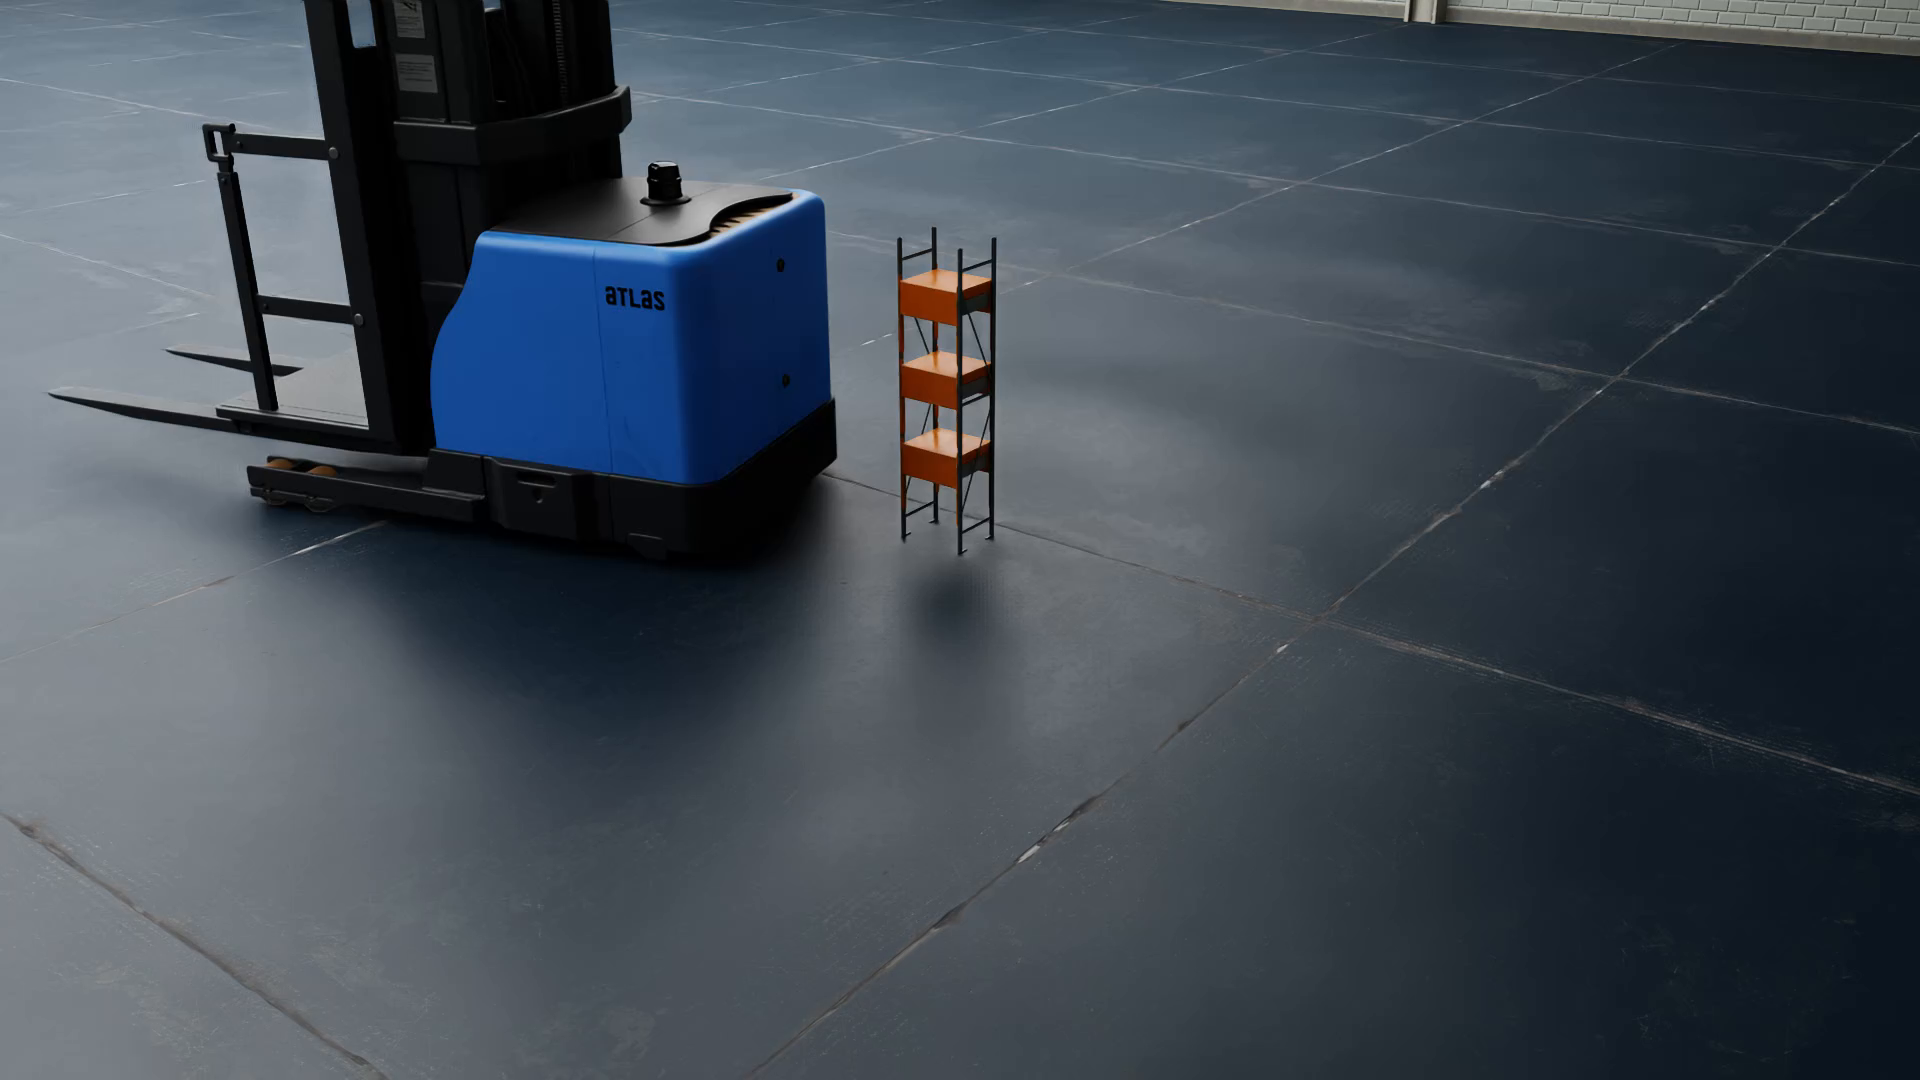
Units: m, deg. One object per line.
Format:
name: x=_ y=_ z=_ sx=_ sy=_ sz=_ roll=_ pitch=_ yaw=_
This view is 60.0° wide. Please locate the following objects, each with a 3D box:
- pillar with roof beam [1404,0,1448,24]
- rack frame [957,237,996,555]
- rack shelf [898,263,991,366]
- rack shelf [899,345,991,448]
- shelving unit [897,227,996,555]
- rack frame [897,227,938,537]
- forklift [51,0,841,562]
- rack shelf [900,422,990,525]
pillar with roof beam: x=2.921 y=-8.876 z=14.734 sx=0.400 sy=9.000 sz=9.100 roll=17 pitch=29 yaw=33
rack frame: x=0.055 y=-0.464 z=5.501 sx=0.008 sy=1.050 sz=0.200 roll=17 pitch=29 yaw=33
rack shelf: x=-0.043 y=-0.743 z=5.458 sx=0.240 sy=0.259 sz=0.215 roll=17 pitch=29 yaw=33
rack shelf: x=-0.043 y=-0.484 z=5.572 sx=0.240 sy=0.259 sz=0.215 roll=17 pitch=29 yaw=33
shelving unit: x=-0.043 y=-0.493 z=5.568 sx=0.252 sy=1.050 sz=0.215 roll=17 pitch=29 yaw=33
rack frame: x=-0.140 y=-0.523 z=5.635 sx=0.008 sy=1.050 sz=0.200 roll=17 pitch=29 yaw=33
forklift: x=-2.021 y=-1.624 z=5.801 sx=3.031 sy=2.935 sz=1.130 roll=9 pitch=25 yaw=19
rack shelf: x=-0.043 y=-0.229 z=5.684 sx=0.240 sy=0.259 sz=0.215 roll=17 pitch=29 yaw=33
